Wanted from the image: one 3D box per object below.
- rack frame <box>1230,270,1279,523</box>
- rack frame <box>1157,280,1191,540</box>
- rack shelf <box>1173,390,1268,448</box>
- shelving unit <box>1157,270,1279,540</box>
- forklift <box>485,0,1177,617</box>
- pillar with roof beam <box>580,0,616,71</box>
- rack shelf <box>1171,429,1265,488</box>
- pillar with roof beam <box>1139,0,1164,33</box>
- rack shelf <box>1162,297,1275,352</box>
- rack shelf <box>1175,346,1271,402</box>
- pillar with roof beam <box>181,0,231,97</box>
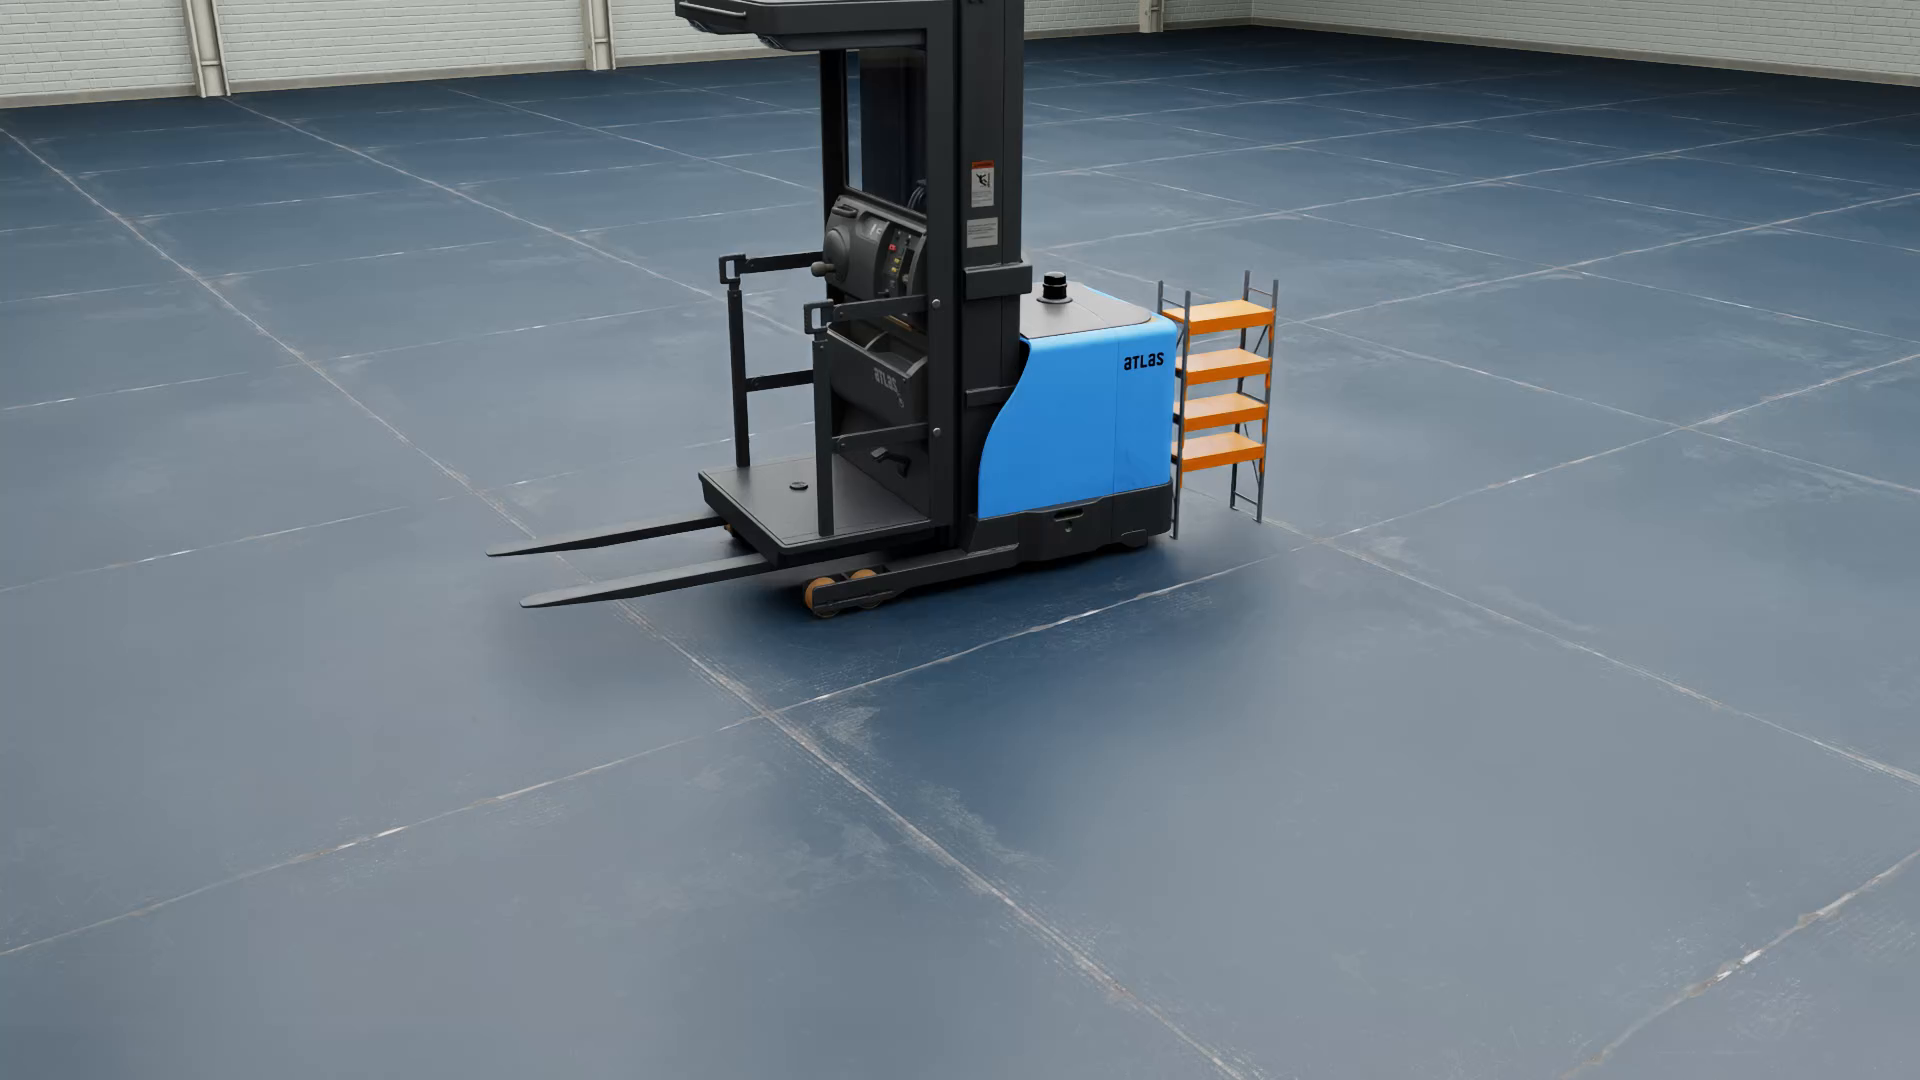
[{"bbox_3d":[1.408,-0.682,7.985,0.015,1.200,0.240,-11,24,-25],"label":"rack frame"},{"bbox_3d":[0.975,-0.599,7.778,0.015,1.200,0.240,-11,24,-25],"label":"rack frame"},{"bbox_3d":[1.191,-0.578,7.907,0.480,0.148,0.258,-11,24,-25],"label":"rack shelf"},{"bbox_3d":[1.191,-0.640,7.882,0.503,1.200,0.258,-11,24,-25],"label":"shelving unit"},{"bbox_3d":[-0.553,-1.255,7.087,3.031,2.935,1.130,-11,24,-25],"label":"forklift"},{"bbox_3d":[-3.360,-10.588,22.288,0.400,9.000,9.100,-15,26,-33],"label":"pillar with roof beam"},{"bbox_3d":[1.191,-0.393,7.980,0.480,0.148,0.258,-11,24,-25],"label":"rack shelf"},{"bbox_3d":[6.381,-13.185,28.797,0.400,9.000,9.100,-15,26,-33],"label":"pillar with roof beam"},{"bbox_3d":[1.191,-1.005,7.736,0.480,0.148,0.258,-11,24,-25],"label":"rack shelf"},{"bbox_3d":[1.191,-0.785,7.824,0.480,0.148,0.258,-11,24,-25],"label":"rack shelf"},{"bbox_3d":[-8.231,-9.289,19.033,0.400,9.000,9.100,-15,26,-33],"label":"pillar with roof beam"}]
